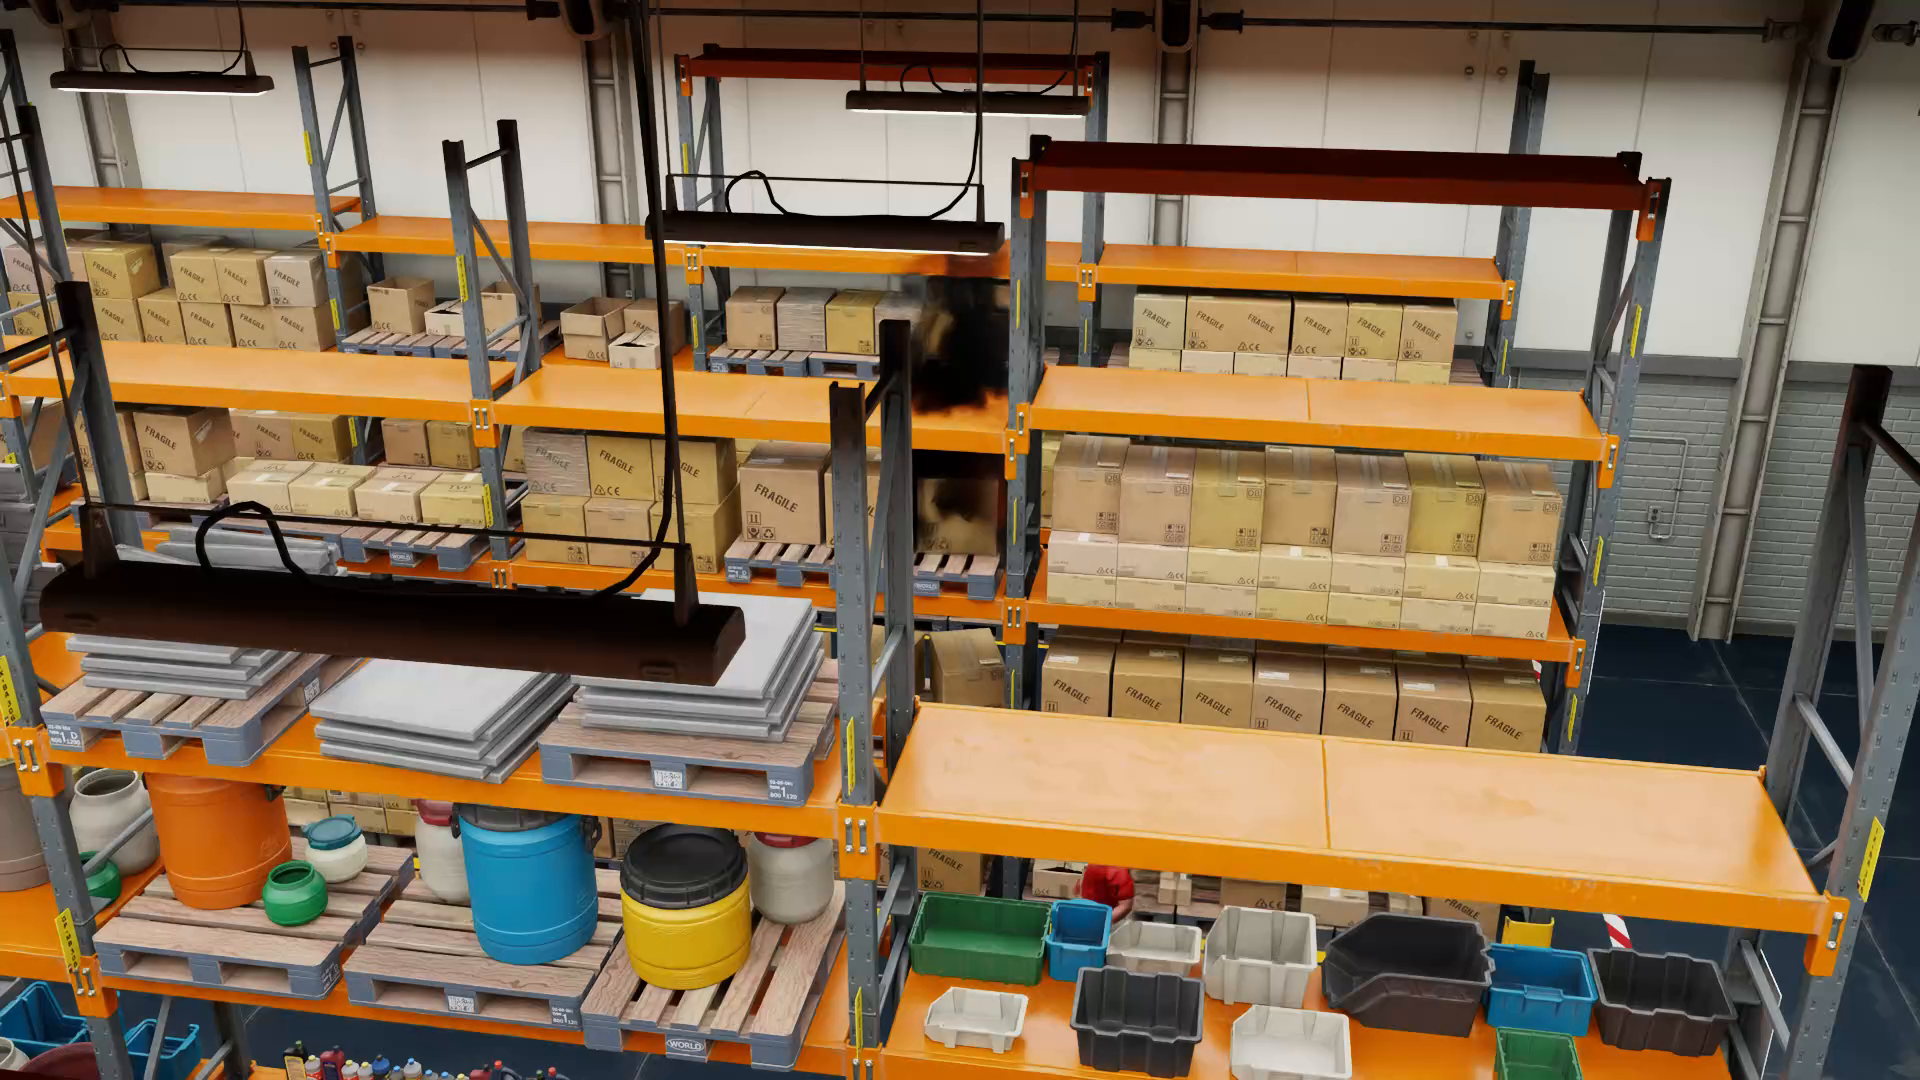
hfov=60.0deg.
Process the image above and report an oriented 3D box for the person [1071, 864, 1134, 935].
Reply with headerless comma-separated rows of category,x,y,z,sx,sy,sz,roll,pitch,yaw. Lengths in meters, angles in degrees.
person,1.033,2.588,11.394,0.578,1.700,0.665,4,23,9
